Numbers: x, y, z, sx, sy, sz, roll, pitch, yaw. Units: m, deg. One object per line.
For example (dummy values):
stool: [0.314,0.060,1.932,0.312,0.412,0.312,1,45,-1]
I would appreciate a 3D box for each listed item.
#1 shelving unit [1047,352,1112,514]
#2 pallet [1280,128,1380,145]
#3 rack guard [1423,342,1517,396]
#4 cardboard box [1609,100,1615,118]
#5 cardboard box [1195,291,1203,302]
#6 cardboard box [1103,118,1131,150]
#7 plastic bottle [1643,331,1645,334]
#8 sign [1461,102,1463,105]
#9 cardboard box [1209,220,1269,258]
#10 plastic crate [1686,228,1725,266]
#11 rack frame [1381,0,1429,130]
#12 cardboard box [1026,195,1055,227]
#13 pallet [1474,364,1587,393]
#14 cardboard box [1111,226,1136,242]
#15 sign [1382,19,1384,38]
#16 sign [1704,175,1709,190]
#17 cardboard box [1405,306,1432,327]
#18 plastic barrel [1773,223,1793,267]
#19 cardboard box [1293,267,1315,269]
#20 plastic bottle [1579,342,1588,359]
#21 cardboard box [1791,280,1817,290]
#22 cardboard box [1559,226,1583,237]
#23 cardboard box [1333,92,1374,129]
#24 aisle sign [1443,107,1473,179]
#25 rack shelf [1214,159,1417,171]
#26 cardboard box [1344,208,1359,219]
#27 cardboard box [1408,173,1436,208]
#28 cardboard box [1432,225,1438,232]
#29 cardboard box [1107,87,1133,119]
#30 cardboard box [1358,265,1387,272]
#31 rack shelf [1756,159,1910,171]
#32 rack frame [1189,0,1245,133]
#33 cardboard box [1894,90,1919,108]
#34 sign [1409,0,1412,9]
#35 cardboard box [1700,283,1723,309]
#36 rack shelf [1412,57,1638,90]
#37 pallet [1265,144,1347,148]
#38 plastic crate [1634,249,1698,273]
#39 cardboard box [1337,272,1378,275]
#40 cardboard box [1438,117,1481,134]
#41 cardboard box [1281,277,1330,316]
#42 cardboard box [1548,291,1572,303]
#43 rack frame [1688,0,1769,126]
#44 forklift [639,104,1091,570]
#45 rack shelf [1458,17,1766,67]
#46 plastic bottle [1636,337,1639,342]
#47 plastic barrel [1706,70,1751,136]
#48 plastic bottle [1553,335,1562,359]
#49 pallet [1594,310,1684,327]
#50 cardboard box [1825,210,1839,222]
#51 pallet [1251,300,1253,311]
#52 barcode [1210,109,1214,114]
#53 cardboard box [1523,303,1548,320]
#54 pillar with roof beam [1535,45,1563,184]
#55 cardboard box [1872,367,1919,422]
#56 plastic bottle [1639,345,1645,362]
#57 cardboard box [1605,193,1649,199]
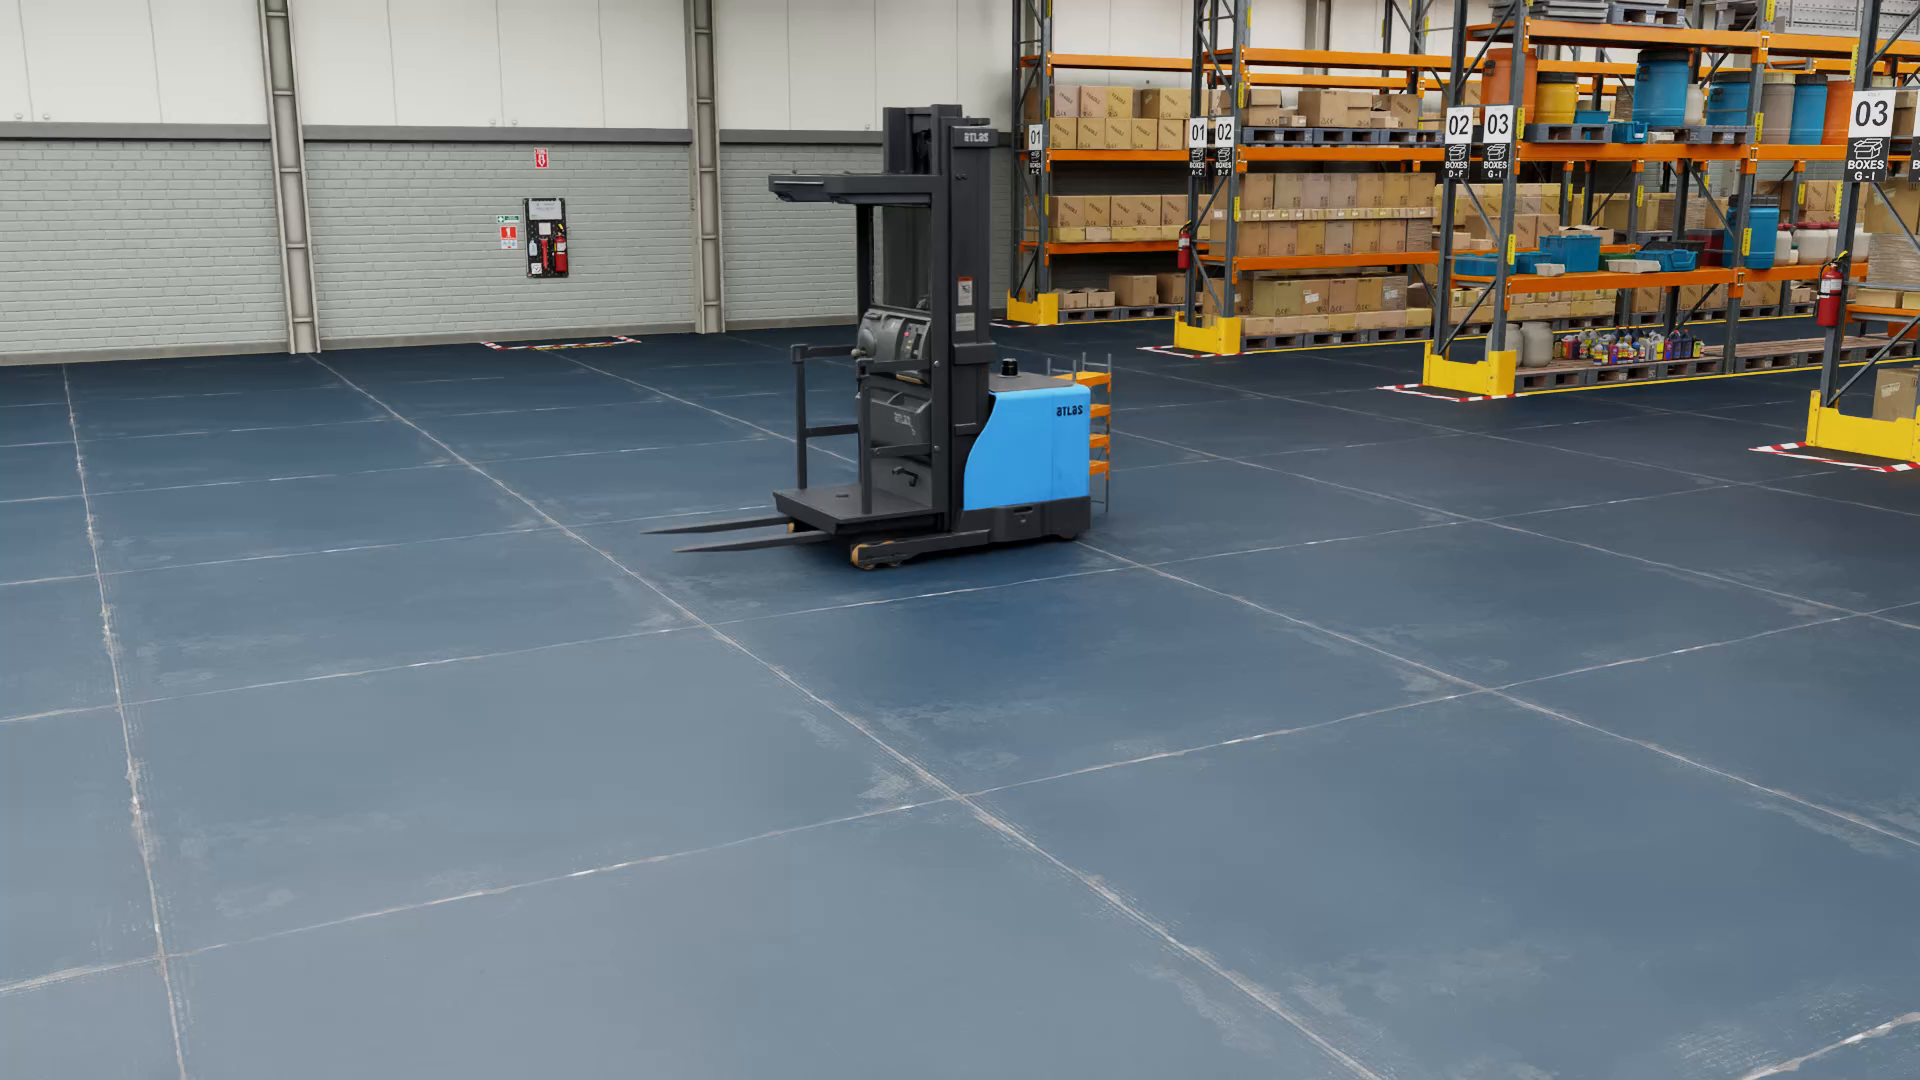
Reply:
shelving unit: [0.871,-0.752,12.220,0.258,1.200,0.503,9,15,35]
pallet: [5.224,-5.785,23.853,1.213,0.211,1.003,-7,14,-28]
rack guard: [5.933,-2.009,19.397,0.348,0.500,1.175,-7,14,-28]
cardboard box: [12.883,-8.469,33.026,0.500,0.500,0.500,-7,15,-29]
cardboard box: [4.198,-4.312,29.387,0.250,0.166,0.380,-9,16,-35]
cardboard box: [2.498,-6.735,27.597,0.500,0.500,0.500,-6,14,-25]
plastic bottle: [8.639,-2.530,21.219,0.135,0.276,0.152,-6,14,-26]
sign: [7.297,-6.235,24.291,0.005,0.325,0.100,-7,14,-28]
cardboard box: [3.935,-4.262,23.487,0.500,0.500,0.700,-7,14,-28]
plastic crate: [9.678,-3.773,21.398,0.583,0.464,0.402,-7,14,-28]
rack frame: [8.164,-8.889,30.611,0.127,3.000,1.000,-7,14,-28]
cardboard box: [1.454,-5.514,27.865,0.500,0.500,0.500,-7,14,-28]
pallet: [6.649,-1.952,19.804,1.213,0.211,1.003,-7,14,-28]
cardboard box: [2.621,-5.157,27.989,0.500,0.250,0.500,-7,15,-29]
sign: [7.895,-9.529,30.965,0.005,0.325,0.100,-7,14,-28]
sign: [15.434,-7.378,34.385,0.005,0.325,0.100,-7,14,-28]
cardboard box: [6.727,-3.360,25.012,0.500,0.250,0.500,-7,14,-28]
plastic barrel: [10.345,-3.757,21.161,0.433,0.535,0.433,0,13,0]
cardboard box: [6.131,-5.085,30.358,0.500,0.250,0.500,-7,15,-29]
plastic bottle: [7.723,-2.352,20.601,0.097,0.201,0.097,0,13,0]
cardboard box: [15.074,-4.525,30.006,0.500,0.311,0.500,-7,14,-28]
cardboard box: [9.663,-4.908,26.787,0.500,0.311,0.500,-7,14,-29]
cardboard box: [5.524,-6.225,24.096,0.637,0.503,0.797,-5,14,-22]
aisle sign: [5.683,-4.529,18.982,0.004,0.787,0.394,-7,14,-28]
rack shelf: [6.408,-6.864,30.085,4.000,0.370,1.077,-7,14,-28]
cardboard box: [5.547,-4.721,24.048,0.250,0.149,0.380,-6,14,-26]
cardboard box: [6.643,-5.221,24.794,0.500,0.500,0.700,-7,14,-28]
cardboard box: [8.789,-5.864,31.361,0.250,0.149,0.380,-7,14,-27]
cardboard box: [2.505,-7.223,27.491,0.500,0.500,0.500,-6,14,-26]
cardboard box: [7.557,-4.872,31.115,0.500,0.500,0.700,-7,14,-27]
rack shelf: [15.807,-6.752,29.584,4.000,0.370,1.077,-7,14,-28]
rack frame: [3.519,-7.093,22.632,0.127,3.000,1.000,-7,14,-28]
cardboard box: [8.356,-3.931,14.846,0.250,0.149,0.380,-7,14,-28]
sign: [6.759,-8.112,24.849,0.005,0.325,0.100,-7,14,-28]
cardboard box: [12.432,-4.160,27.952,0.500,0.500,0.500,-7,15,-30]
rack shelf: [8.785,-7.178,25.559,4.000,0.370,1.077,-7,14,-28]
pallet: [6.155,-7.067,29.776,1.003,0.211,1.213,-7,14,-28]
plastic crate: [8.559,-3.391,20.183,0.616,0.251,0.499,-7,14,-28]
cardboard box: [6.038,-3.774,25.144,0.500,0.500,0.500,-7,14,-28]
cardboard box: [7.575,-6.245,25.081,0.500,0.250,0.500,-5,14,-22]
cardboard box: [4.967,-3.517,24.004,0.500,0.500,0.500,-7,14,-28]
cardboard box: [9.301,-3.934,26.286,0.500,0.311,0.500,-7,14,-28]
rack frame: [9.400,-6.559,20.258,0.127,3.000,1.000,-7,14,-28]
forklift: [-0.619,-1.371,11.024,3.031,2.935,1.130,-7,15,-29]
rack shelf: [7.644,-5.802,19.446,4.000,0.370,1.077,-7,14,-28]
plastic bottle: [8.325,-2.348,20.396,0.133,0.283,0.061,-7,14,-28]
plastic barrel: [9.742,-5.435,20.956,0.708,0.901,0.600,-7,14,-28]
plastic bottle: [7.385,-2.394,20.601,0.133,0.283,0.061,-6,14,-26]
pallet: [11.214,-3.719,27.653,1.213,0.211,1.003,-7,14,-28]
cardboard box: [15.077,-5.533,29.136,0.500,0.500,0.500,-7,14,-27]
pallet: [5.336,-4.263,30.072,1.213,0.211,1.003,-7,14,-28]
barcode: [3.553,-6.038,23.451,0.075,0.075,0.001,-7,14,-28]
cardboard box: [8.852,-3.607,26.112,0.500,0.250,0.500,-7,14,-27]
pillar with roof beam: [13.937,-8.721,29.863,0.400,9.000,9.100,-7,14,-28]
cardboard box: [8.818,-1.305,15.311,0.500,0.500,0.500,-4,13,-17]
plastic bottle: [8.286,-2.270,20.236,0.097,0.201,0.097,0,13,0]
cardboard box: [13.436,-6.737,34.032,0.700,0.700,0.980,-8,15,-31]
